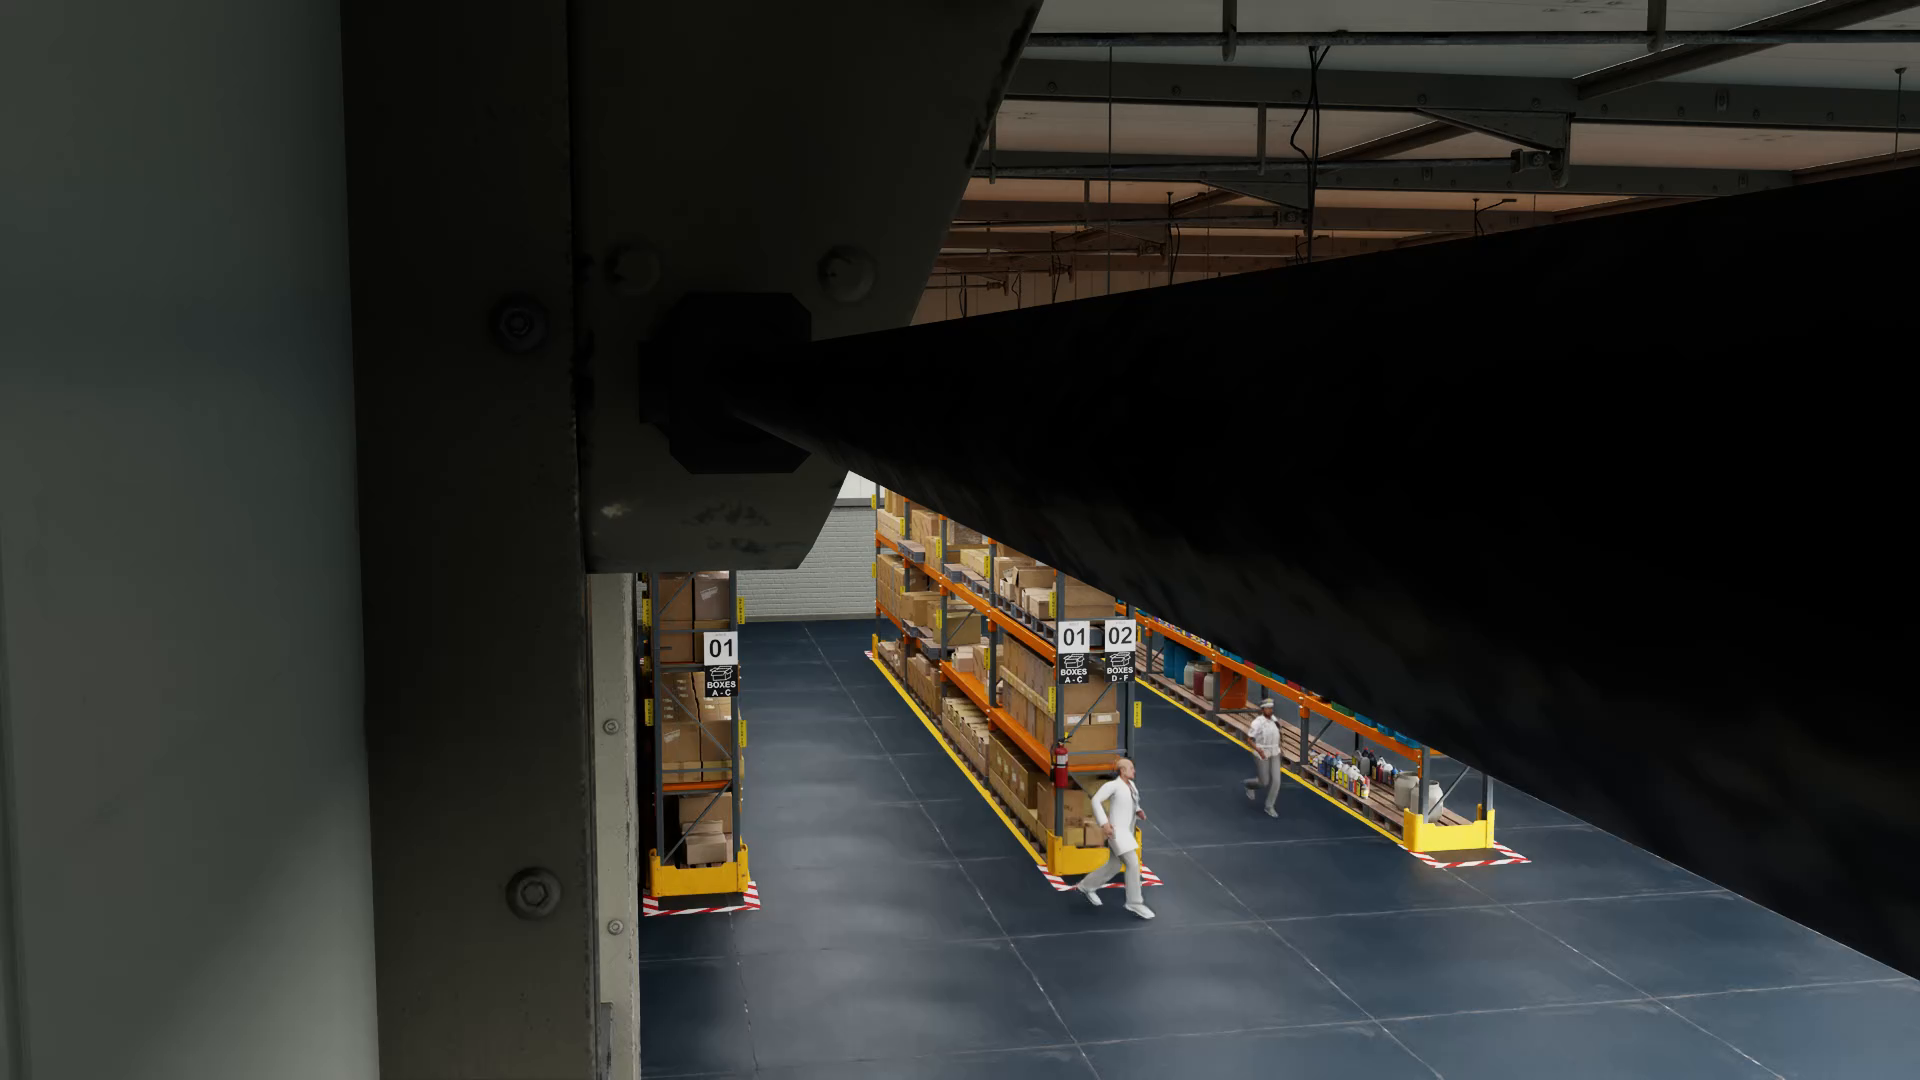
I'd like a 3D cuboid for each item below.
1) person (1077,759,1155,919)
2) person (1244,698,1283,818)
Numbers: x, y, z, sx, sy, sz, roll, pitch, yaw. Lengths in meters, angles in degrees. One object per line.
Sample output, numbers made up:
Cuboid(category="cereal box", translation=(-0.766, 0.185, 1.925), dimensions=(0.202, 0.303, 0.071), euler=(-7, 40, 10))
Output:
Cuboid(category="person", translation=(1.891, 3.484, 19.534), dimensions=(1.009, 1.694, 0.737), euler=(3, 7, 27))
Cuboid(category="person", translation=(4.367, 3.075, 23.805), dimensions=(0.577, 1.680, 0.711), euler=(-2, 6, -22))
